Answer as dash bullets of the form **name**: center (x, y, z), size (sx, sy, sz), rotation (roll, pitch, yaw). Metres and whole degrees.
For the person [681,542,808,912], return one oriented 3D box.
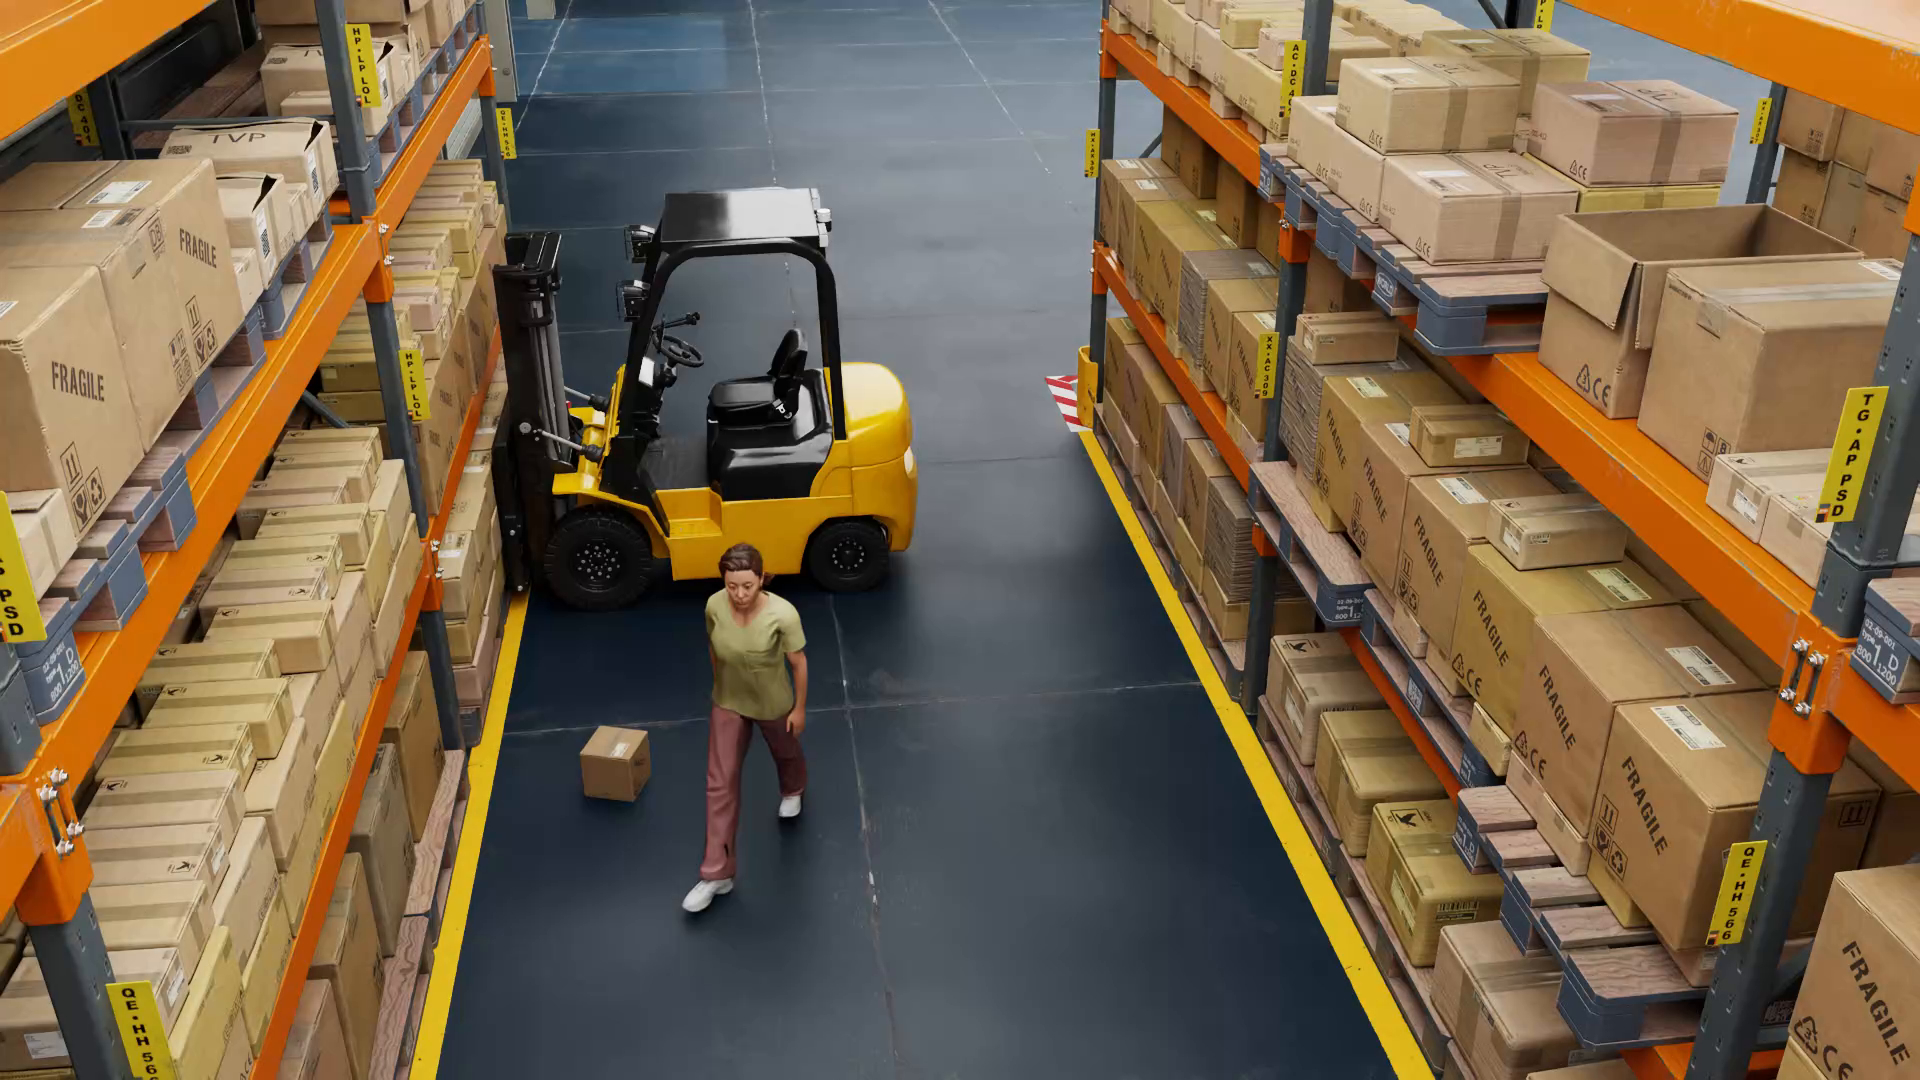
- **person**: center (-0.898, 0.716, 7.248), size (0.480, 1.599, 1.042), rotation (4, 28, 7)
